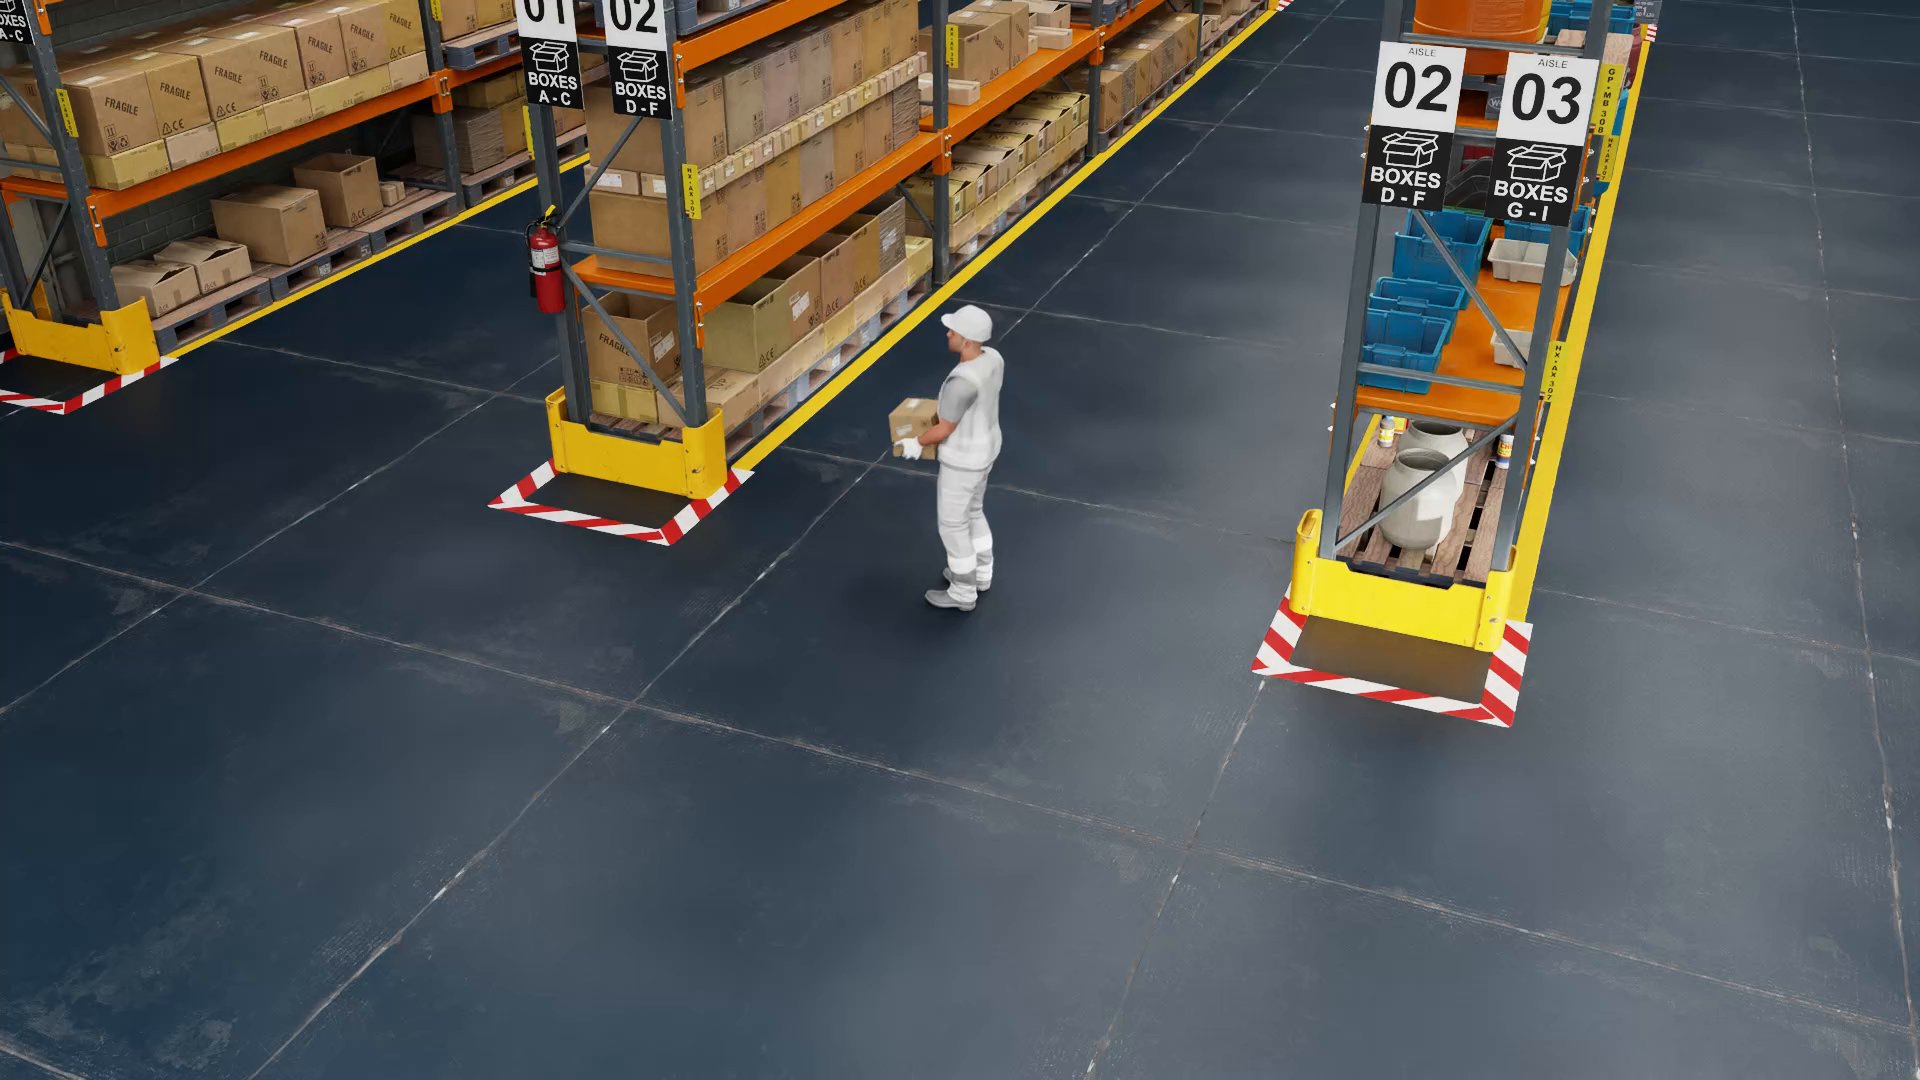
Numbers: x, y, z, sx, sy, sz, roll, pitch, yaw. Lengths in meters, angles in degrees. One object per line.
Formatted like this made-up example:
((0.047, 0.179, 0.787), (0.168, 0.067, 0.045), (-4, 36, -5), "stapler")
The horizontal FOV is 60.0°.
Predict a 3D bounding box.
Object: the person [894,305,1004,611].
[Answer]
((-0.056, -0.470, 9.209), (0.547, 1.793, 0.519), (11, 31, 19), "person")
